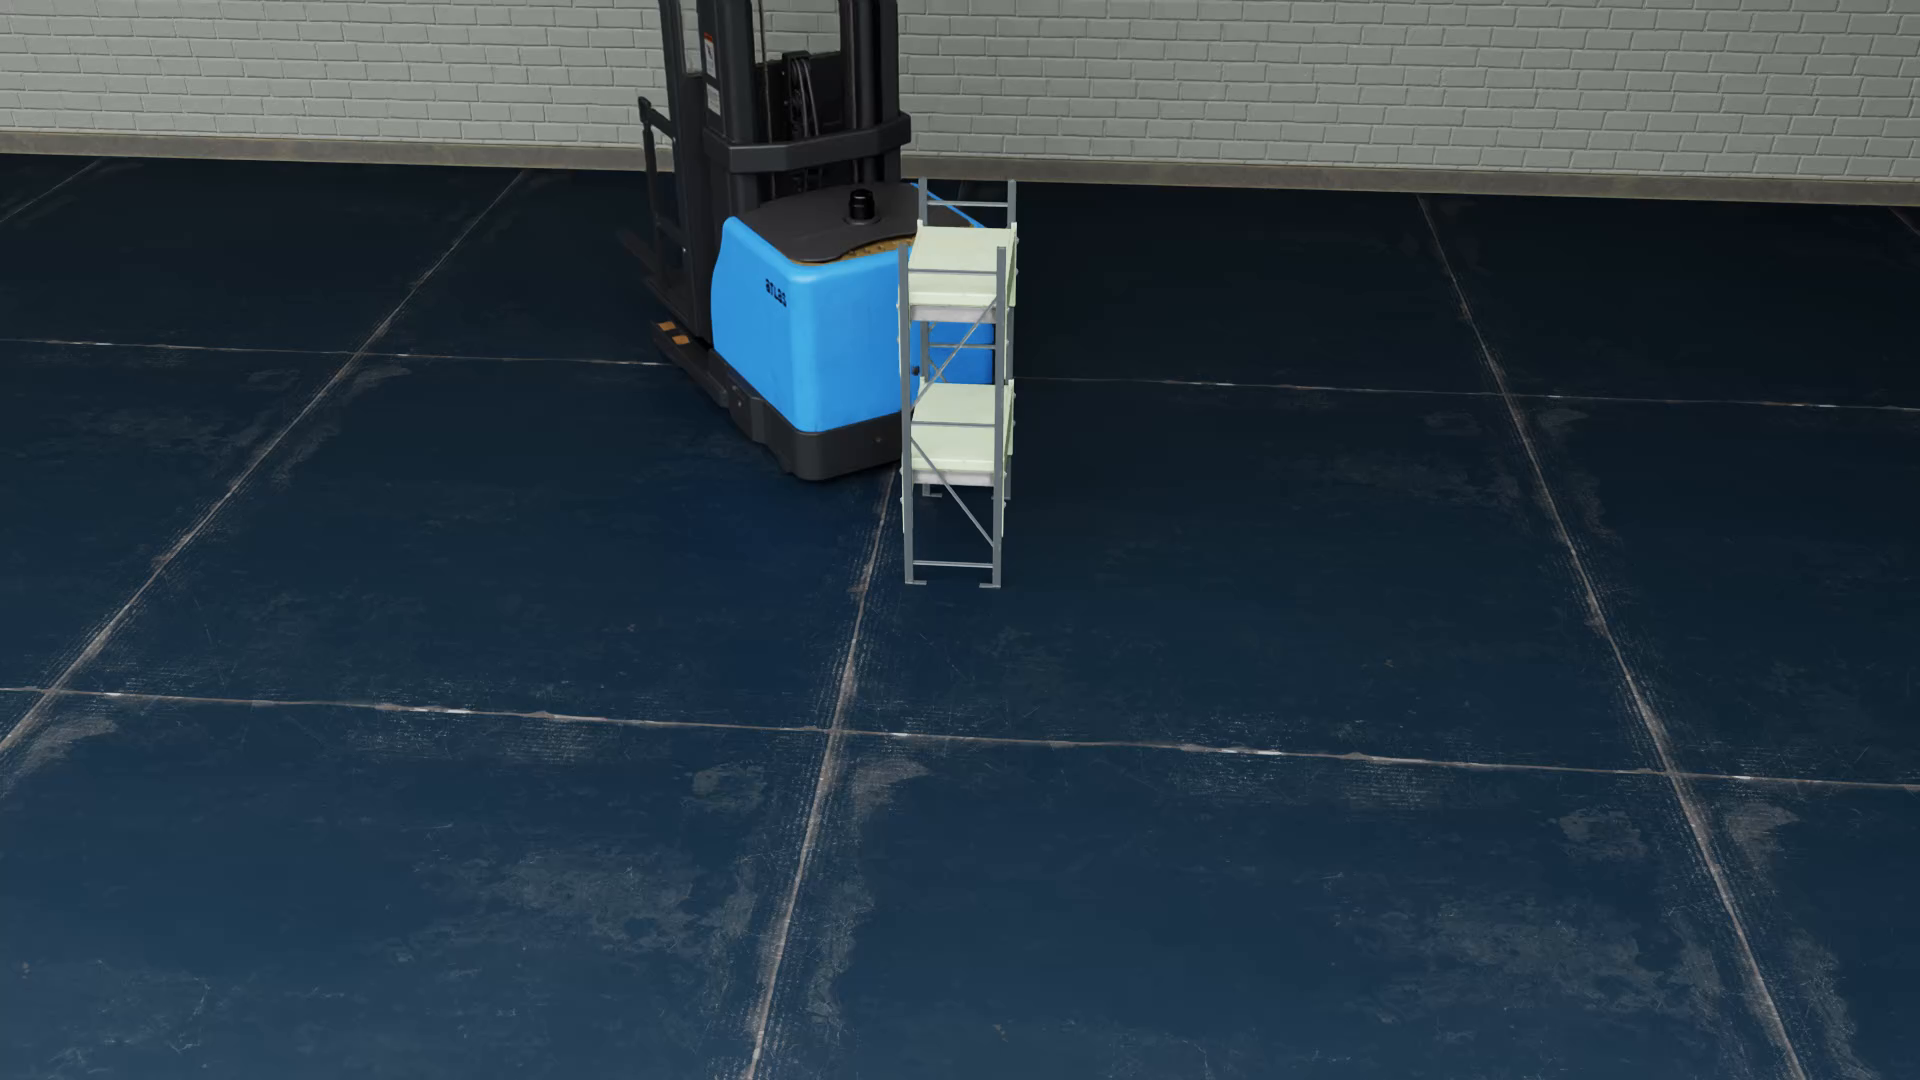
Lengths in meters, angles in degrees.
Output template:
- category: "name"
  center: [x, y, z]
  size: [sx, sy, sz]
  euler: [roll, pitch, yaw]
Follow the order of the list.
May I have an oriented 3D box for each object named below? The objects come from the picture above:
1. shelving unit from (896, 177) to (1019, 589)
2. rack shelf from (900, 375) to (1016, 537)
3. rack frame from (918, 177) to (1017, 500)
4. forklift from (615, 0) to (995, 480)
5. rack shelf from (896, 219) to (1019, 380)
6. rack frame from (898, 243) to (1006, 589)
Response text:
- category: "shelving unit"
  center: [0.001, -0.642, 6.862]
  size: [0.431, 1.500, 0.755]
  euler: [2, 32, 4]
- category: "rack shelf"
  center: [0.001, -0.364, 7.033]
  size: [0.431, 0.370, 0.720]
  euler: [2, 32, 4]
- category: "rack frame"
  center: [0.030, -0.833, 7.173]
  size: [0.400, 1.500, 0.023]
  euler: [2, 32, 4]
- category: "forklift"
  center: [-0.989, -2.263, 8.128]
  size: [1.130, 2.935, 3.031]
  euler: [-17, 35, -25]
- category: "rack shelf"
  center: [0.001, -0.974, 6.657]
  size: [0.431, 0.370, 0.720]
  euler: [2, 32, 4]
- category: "rack frame"
  center: [-0.029, -0.451, 6.552]
  size: [0.400, 1.500, 0.023]
  euler: [2, 32, 4]
